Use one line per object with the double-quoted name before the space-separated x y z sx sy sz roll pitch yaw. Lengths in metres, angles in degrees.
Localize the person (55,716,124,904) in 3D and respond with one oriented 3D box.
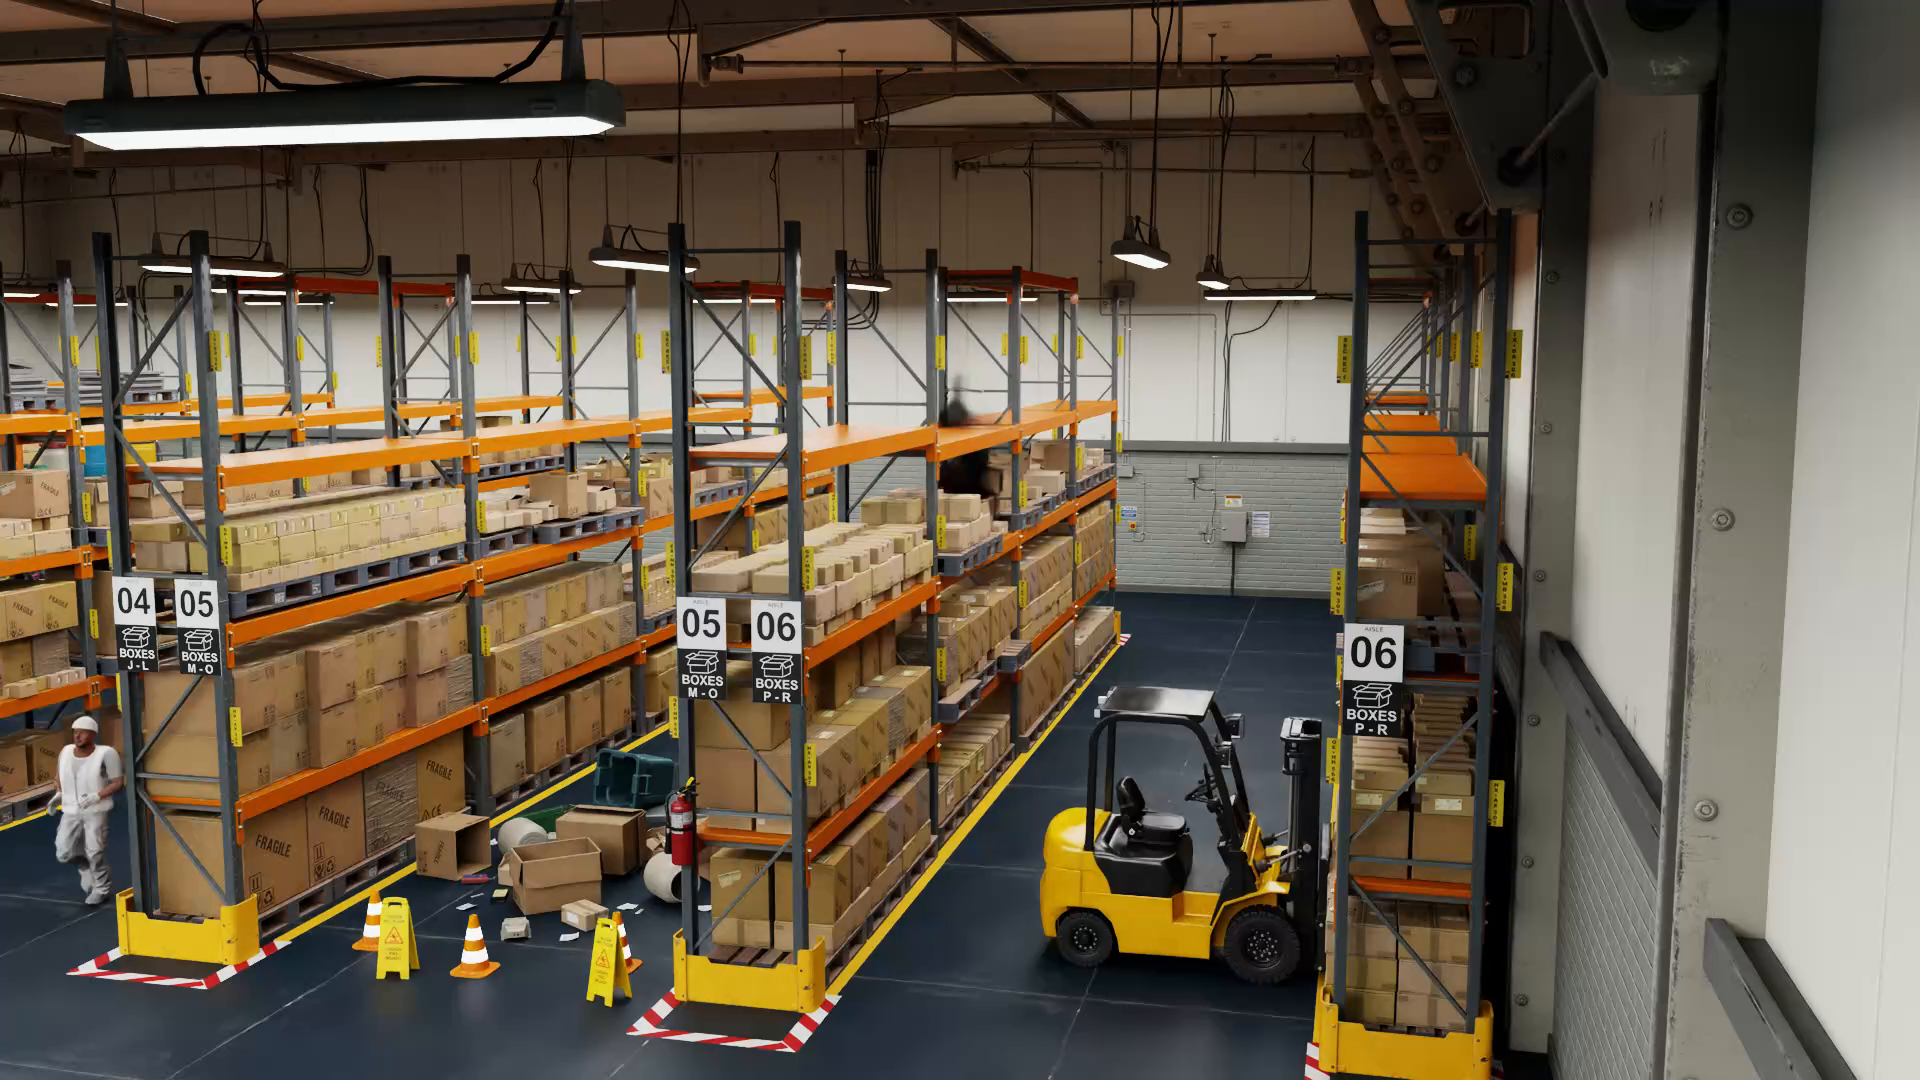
"person" -7.944 2.465 15.117 0.651 1.735 0.539 0 7 -1
